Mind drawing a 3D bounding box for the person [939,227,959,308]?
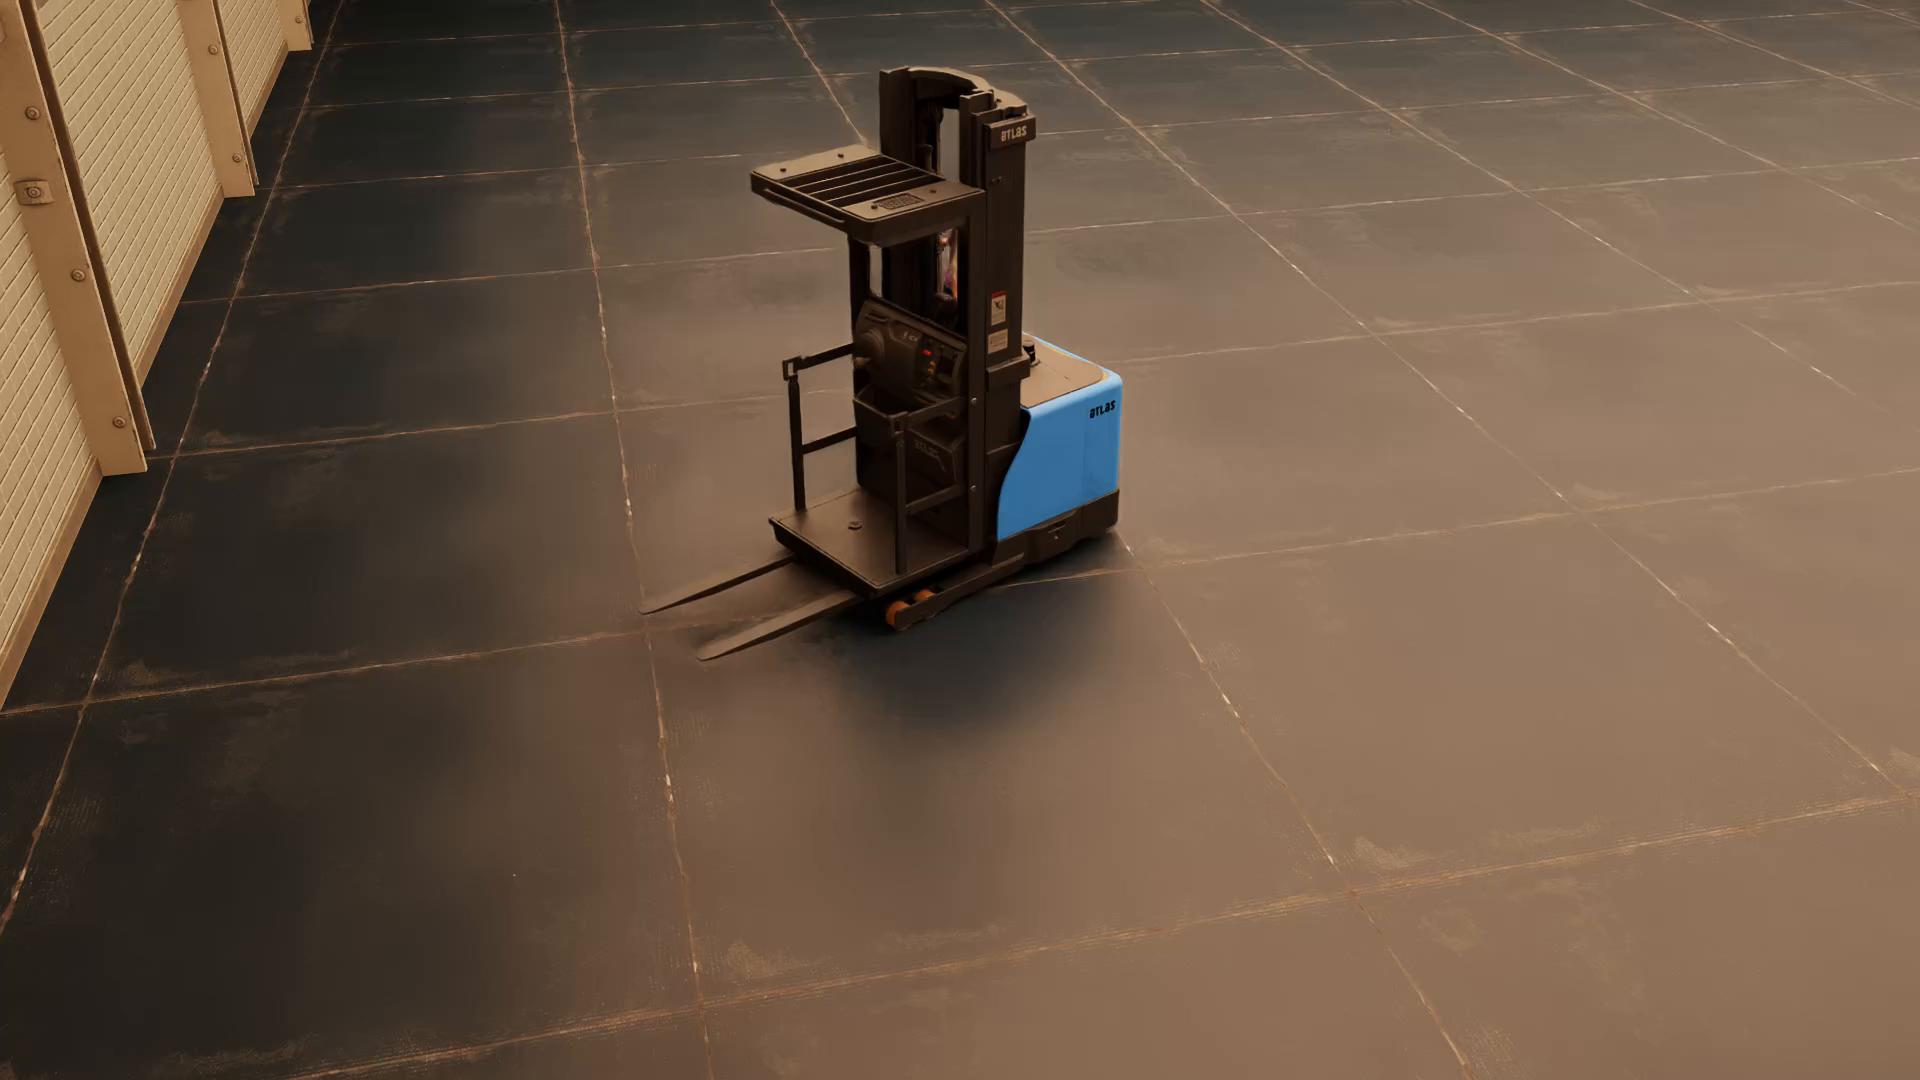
[{"bbox_3d":[0.064,-1.911,12.306,0.465,1.523,0.719,-12,32,-19],"label":"person"}]

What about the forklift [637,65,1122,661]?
[{"bbox_3d":[-0.451,-1.043,9.377,3.031,2.935,1.130,-23,37,-34],"label":"forklift"}]
